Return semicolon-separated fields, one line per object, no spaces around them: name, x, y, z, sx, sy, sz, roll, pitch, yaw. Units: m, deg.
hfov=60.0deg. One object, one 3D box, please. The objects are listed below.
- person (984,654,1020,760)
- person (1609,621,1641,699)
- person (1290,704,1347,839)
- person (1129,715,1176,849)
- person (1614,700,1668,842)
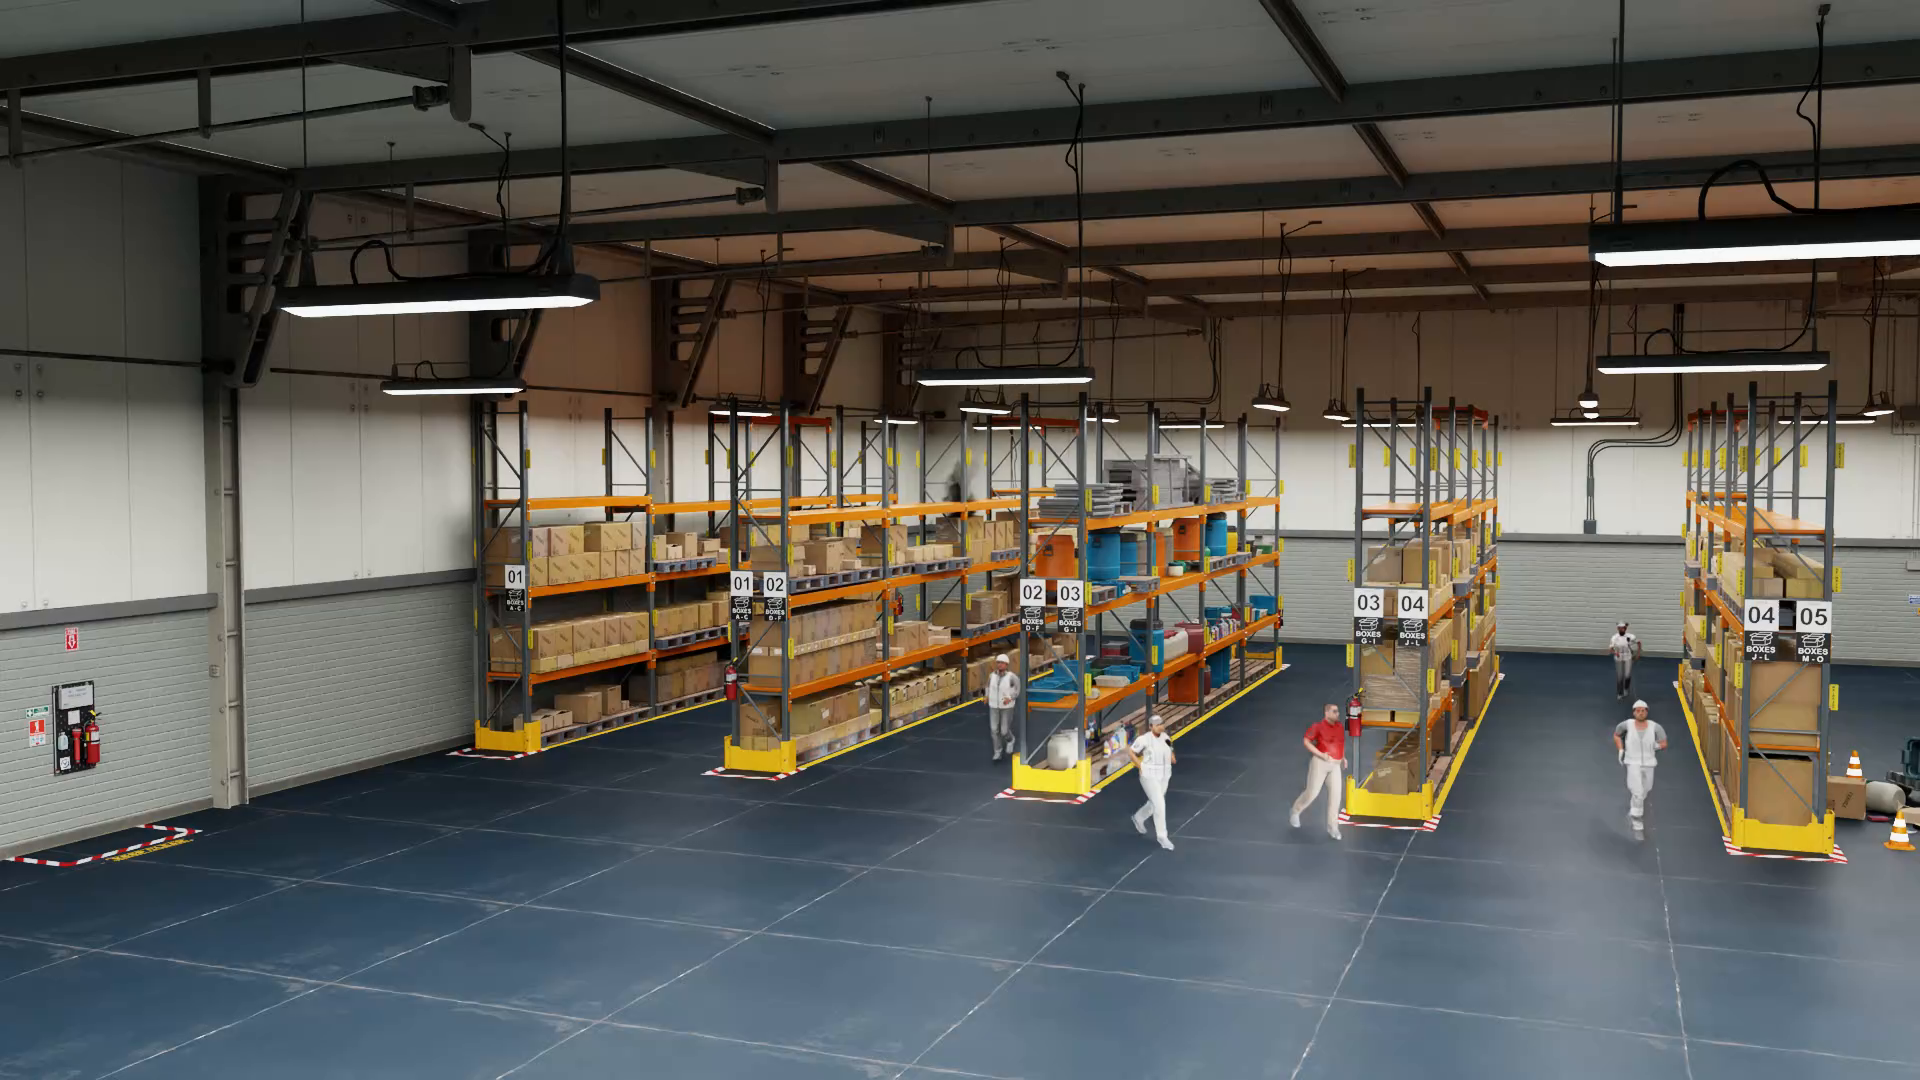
person;0.705;2.779;27.802;0.683;1.743;0.675;1;3;21
person;13.746;2.492;34.394;0.592;1.653;0.753;2;3;28
person;4.927;3.058;22.290;0.738;1.716;0.964;-1;3;-20
person;2.551;3.118;21.718;0.591;1.690;0.853;-2;3;-34
person;9.051;3.034;22.081;0.623;1.839;0.845;0;3;8
